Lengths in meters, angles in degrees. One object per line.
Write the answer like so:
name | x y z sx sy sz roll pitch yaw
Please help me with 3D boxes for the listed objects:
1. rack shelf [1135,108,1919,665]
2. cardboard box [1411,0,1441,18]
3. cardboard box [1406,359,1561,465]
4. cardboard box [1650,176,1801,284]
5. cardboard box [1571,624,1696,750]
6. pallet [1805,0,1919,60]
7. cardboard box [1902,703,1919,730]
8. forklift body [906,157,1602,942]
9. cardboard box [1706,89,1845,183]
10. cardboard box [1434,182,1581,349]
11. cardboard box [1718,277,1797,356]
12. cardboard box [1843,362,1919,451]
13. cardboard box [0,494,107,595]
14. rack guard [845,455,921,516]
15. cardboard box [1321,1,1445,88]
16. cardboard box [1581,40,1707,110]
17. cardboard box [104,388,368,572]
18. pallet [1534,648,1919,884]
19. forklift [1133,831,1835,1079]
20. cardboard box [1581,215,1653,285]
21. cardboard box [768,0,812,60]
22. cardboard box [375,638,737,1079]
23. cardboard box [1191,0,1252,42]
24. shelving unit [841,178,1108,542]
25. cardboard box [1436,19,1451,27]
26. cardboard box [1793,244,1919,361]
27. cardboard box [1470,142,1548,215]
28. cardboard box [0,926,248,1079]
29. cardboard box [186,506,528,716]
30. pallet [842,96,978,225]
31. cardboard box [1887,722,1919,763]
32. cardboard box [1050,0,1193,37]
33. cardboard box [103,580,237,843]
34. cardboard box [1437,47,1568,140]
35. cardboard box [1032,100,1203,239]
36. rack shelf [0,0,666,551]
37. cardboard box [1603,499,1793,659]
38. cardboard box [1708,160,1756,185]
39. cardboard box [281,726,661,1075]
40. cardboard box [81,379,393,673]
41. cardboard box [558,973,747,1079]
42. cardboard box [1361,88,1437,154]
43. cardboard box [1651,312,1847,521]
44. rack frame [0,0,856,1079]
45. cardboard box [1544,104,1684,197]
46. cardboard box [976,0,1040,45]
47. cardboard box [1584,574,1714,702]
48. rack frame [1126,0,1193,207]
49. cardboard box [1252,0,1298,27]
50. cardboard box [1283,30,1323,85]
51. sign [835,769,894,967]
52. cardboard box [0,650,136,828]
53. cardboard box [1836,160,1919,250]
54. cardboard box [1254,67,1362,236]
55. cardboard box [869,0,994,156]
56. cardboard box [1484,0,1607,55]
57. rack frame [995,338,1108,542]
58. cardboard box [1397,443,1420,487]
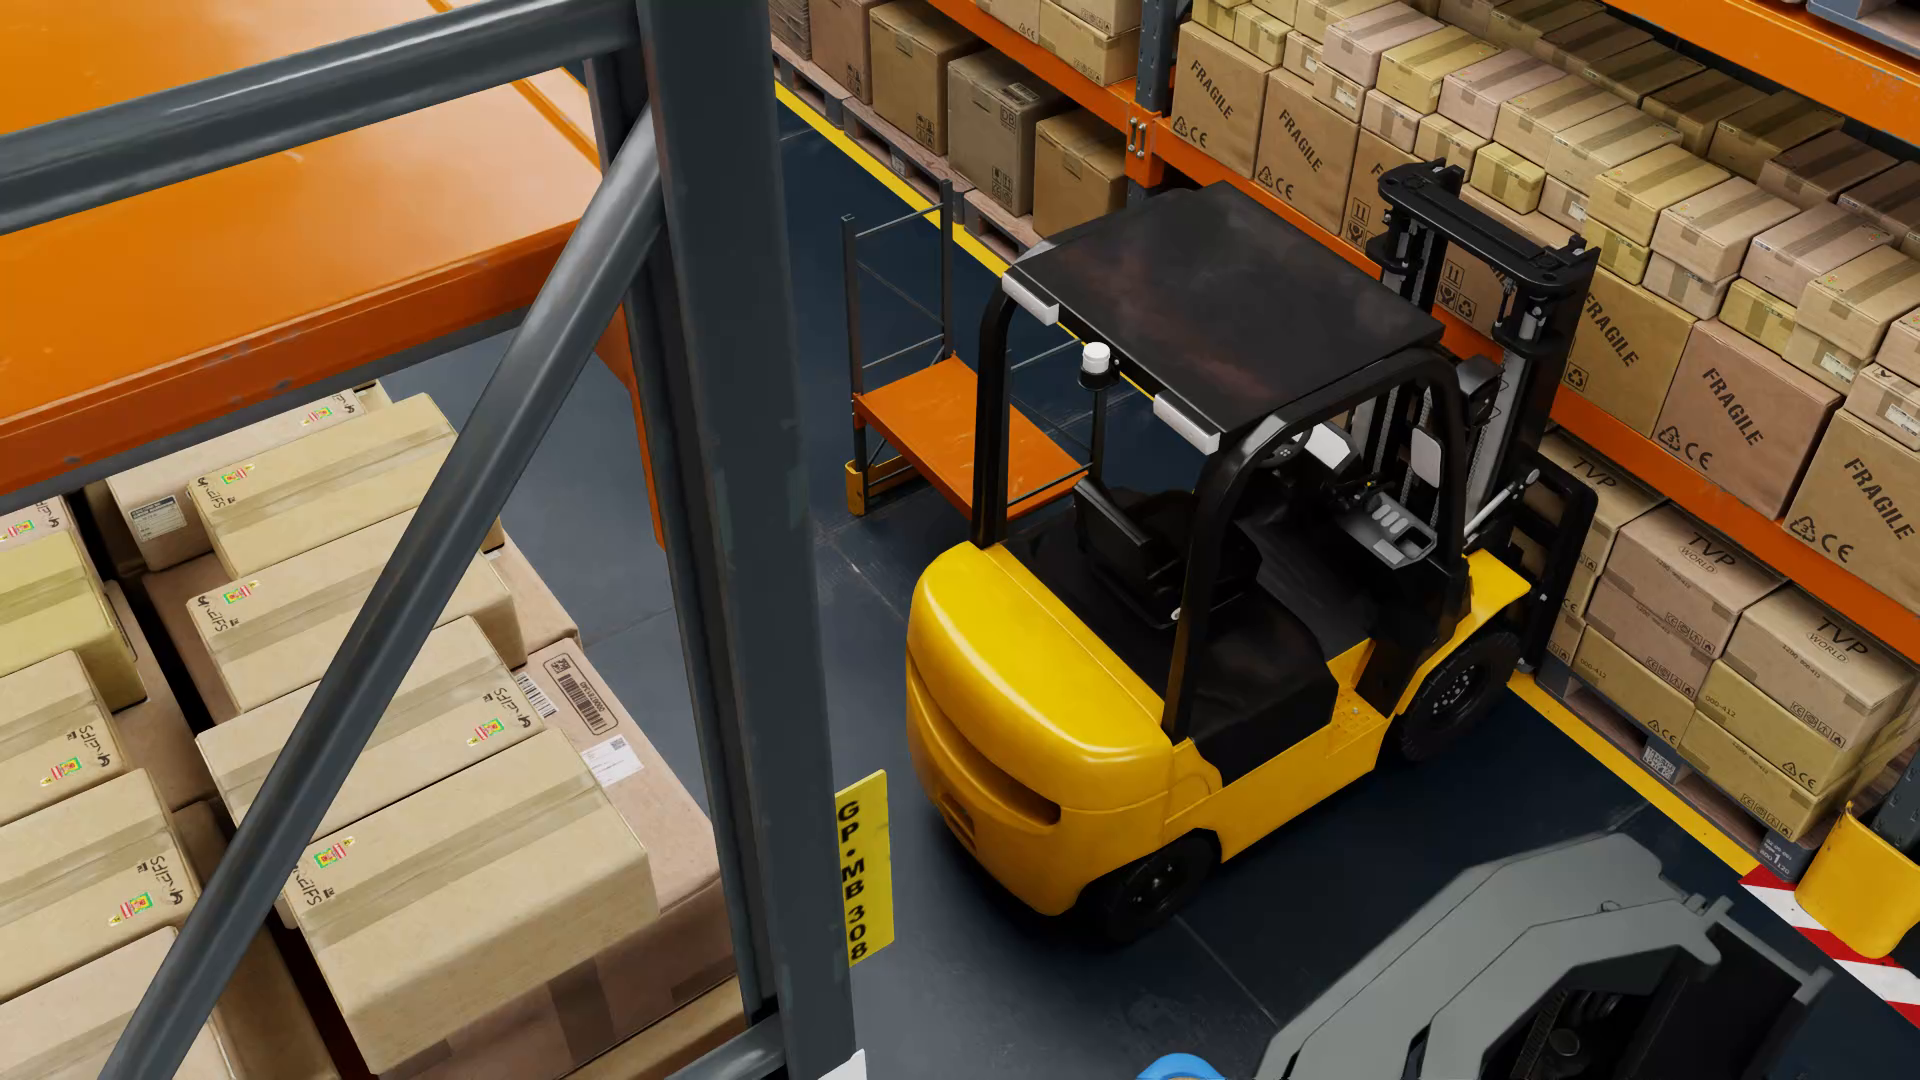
rack shelf | 2.359 -0.838 6.468 1.077 0.370 4.000 -26 49 -24
cardboard box | 1.917 -2.245 6.663 0.380 0.149 0.250 -26 50 -25
cardboard box | 2.106 -0.481 6.535 0.500 0.250 0.500 -27 50 -25
cardboard box | 2.465 -1.003 5.361 0.380 0.149 0.250 -25 49 -23
cardboard box | 2.698 0.450 6.284 0.500 0.250 0.500 -26 49 -24
pallet | 3.120 -1.429 4.458 1.003 0.211 1.213 -26 49 -24
cardboard box | 3.404 0.348 6.029 0.500 0.250 0.500 -25 49 -24
forklift body | 0.922 -0.012 5.696 2.313 2.155 1.214 -26 49 -24
cardboard box | 2.831 -1.397 5.775 0.380 0.149 0.250 -27 50 -25
cardboard box | 2.127 -1.045 6.091 0.500 0.500 0.500 -25 49 -24
cardboard box | 2.674 -0.771 5.334 0.380 0.149 0.250 -26 49 -25
cardboard box | 2.904 -0.455 5.003 0.380 0.149 0.250 -25 49 -24
cardboard box | -1.516 0.036 2.463 0.380 0.149 0.250 -26 49 -24
rack guard | -0.241 -0.329 7.405 0.587 0.250 0.087 -26 49 -24
cardboard box | 1.594 -1.872 6.272 0.380 0.149 0.250 -25 49 -24
cardboard box | 2.471 -1.654 6.044 0.380 0.149 0.250 -24 49 -23
cardboard box | -1.154 -0.143 2.651 0.380 0.149 0.250 -26 49 -25
pallet | 3.031 0.626 6.432 1.003 0.211 1.213 -26 49 -24
forklift | 1.166 2.017 3.006 1.130 2.935 3.031 -30 51 -28
cardboard box | 2.321 -1.039 5.615 0.380 0.149 0.250 -25 49 -24
cardboard box | -0.728 -3.431 10.078 0.875 0.625 0.625 -24 49 -23
cardboard box | -0.635 0.469 2.298 0.500 0.250 0.500 -27 50 -25
cardboard box | 1.181 -2.217 6.849 0.380 0.149 0.250 -26 50 -25
shelving unit | 0.044 -0.499 6.678 0.587 1.500 1.083 -26 49 -24
cardboard box | 2.105 -2.008 6.630 0.380 0.149 0.250 -25 49 -24
cardboard box | 2.787 -0.728 5.074 0.380 0.149 0.250 -25 49 -24
cardboard box | 2.050 -1.334 5.924 0.380 0.149 0.250 -27 50 -25
cardboard box | -1.002 0.640 1.831 0.380 0.149 0.250 -25 49 -24
cardboard box | -0.852 0.131 2.364 0.380 0.149 0.250 -26 49 -24
pallet | 0.059 -2.316 9.514 1.003 0.211 1.213 -26 49 -24
cardboard box | 3.382 0.522 6.209 0.500 0.250 0.500 -26 49 -24
cardboard box | 0.724 -2.535 7.470 0.500 0.250 0.500 -27 50 -25
cardboard box | -1.356 0.385 2.386 0.500 0.250 0.500 -26 50 -25
cardboard box | 1.956 -1.613 6.001 0.380 0.149 0.250 -26 49 -25
cardboard box | 0.907 -1.815 8.386 0.875 0.625 0.625 -24 48 -23
rack shelf | -1.710 -1.044 2.341 1.077 0.370 4.000 -26 49 -24
cardboard box | 2.687 0.091 5.936 0.500 0.250 0.500 -25 49 -24
cardboard box | 2.844 -1.287 5.875 0.380 0.149 0.250 -24 49 -23
cardboard box | -0.602 0.433 2.047 0.380 0.149 0.250 -26 49 -25
cardboard box | -1.231 -0.103 2.897 0.500 0.250 0.500 -24 49 -23
cardboard box | -0.489 0.687 2.359 0.380 0.149 0.250 -26 49 -24
cardboard box | 1.732 -1.617 6.220 0.380 0.149 0.250 -26 50 -25
cardboard box | 2.717 -0.474 5.493 0.500 0.500 0.500 -24 49 -23
rack frame | -0.566 -0.173 0.905 1.000 3.000 0.127 -26 49 -24
cardboard box | 2.243 -1.330 5.704 0.380 0.149 0.250 -25 49 -24
cardboard box | 0.420 -2.641 7.944 0.500 0.250 0.500 -26 49 -25
cardboard box | 2.690 0.256 6.126 0.500 0.250 0.500 -26 50 -25
rack frame | 1.215 -2.231 7.406 1.000 3.000 0.127 -26 49 -24
cardboard box | 1.392 -2.206 6.622 0.380 0.149 0.250 -25 49 -24
cardboard box | 1.503 -1.935 6.553 0.380 0.149 0.250 -26 49 -25
sign | -0.121 0.382 1.863 0.100 0.325 0.005 -26 49 -24
cardboard box | -1.279 0.341 2.143 0.380 0.149 0.250 -26 50 -25
cardboard box | 3.072 -1.070 5.432 0.380 0.149 0.250 -25 49 -24
cardboard box | 1.566 -1.624 6.698 0.500 0.500 0.500 -25 49 -24
cardboard box | 0.038 -2.683 9.294 0.875 0.625 0.625 -28 50 -26
cardboard box | 2.244 -1.973 6.378 0.380 0.149 0.250 -26 50 -25
rack frame | 0.340 -0.206 6.371 0.500 1.500 0.032 -26 49 -24
cardboard box | 2.094 -0.313 6.722 0.500 0.250 0.500 -26 49 -25
